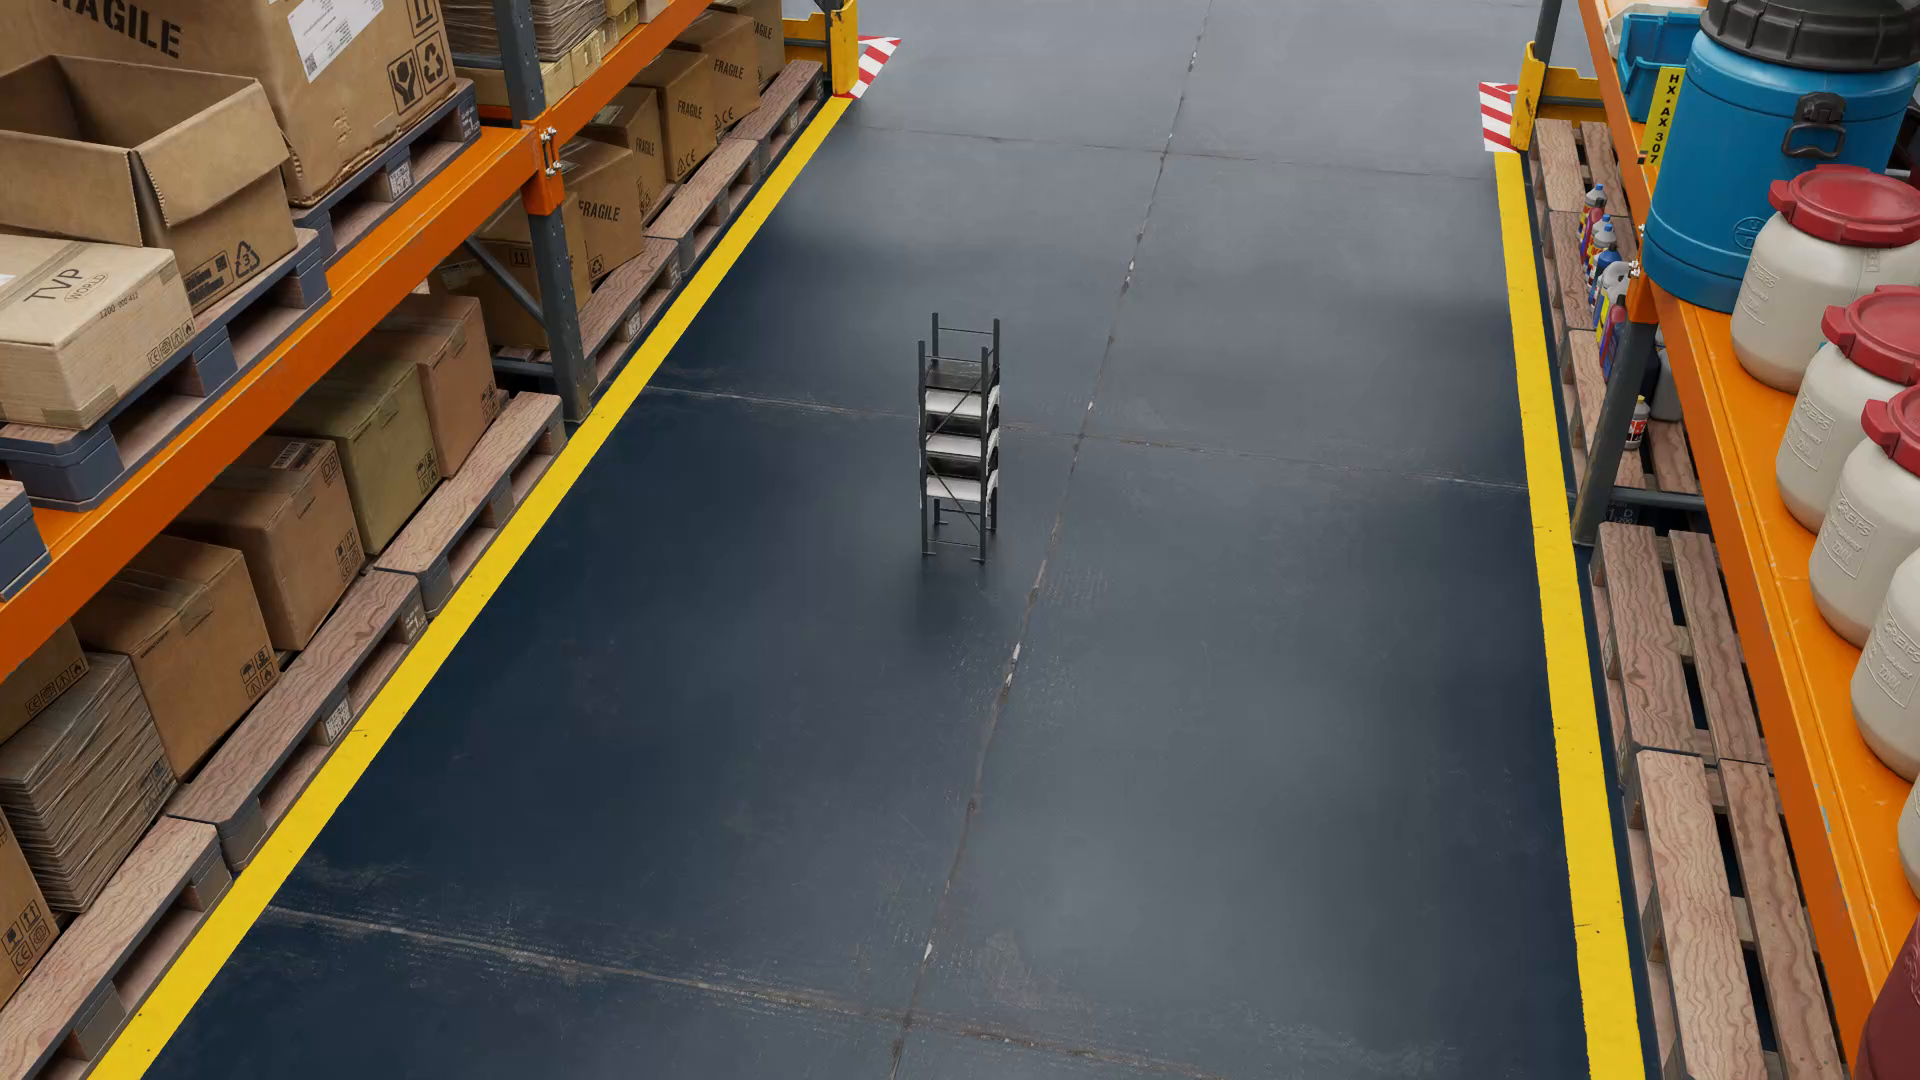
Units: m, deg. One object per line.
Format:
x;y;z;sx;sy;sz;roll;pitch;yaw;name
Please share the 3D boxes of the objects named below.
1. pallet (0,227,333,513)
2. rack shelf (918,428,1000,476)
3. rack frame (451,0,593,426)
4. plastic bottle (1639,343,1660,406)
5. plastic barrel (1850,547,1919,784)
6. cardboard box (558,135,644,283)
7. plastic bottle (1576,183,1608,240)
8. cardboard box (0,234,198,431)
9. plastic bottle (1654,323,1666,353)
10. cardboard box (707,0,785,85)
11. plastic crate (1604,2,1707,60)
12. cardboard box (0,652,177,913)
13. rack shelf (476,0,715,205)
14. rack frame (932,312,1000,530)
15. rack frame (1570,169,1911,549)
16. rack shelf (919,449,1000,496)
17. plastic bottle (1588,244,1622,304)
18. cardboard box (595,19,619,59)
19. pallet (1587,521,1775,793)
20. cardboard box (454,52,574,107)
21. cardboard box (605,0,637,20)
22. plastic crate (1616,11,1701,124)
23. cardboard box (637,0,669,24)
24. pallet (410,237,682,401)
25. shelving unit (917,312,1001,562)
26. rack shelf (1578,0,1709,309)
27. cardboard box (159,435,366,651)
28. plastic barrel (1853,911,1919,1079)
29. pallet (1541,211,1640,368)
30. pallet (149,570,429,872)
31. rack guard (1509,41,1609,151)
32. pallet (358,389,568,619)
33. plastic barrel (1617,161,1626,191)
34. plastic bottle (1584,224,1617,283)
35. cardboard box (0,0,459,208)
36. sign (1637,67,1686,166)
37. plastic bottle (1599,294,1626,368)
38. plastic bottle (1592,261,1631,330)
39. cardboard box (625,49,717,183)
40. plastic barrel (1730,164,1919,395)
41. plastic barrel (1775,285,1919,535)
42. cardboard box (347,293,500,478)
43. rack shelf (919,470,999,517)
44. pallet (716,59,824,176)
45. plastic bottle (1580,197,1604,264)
-2.519;-0.555;4.623;1.003;0.211;1.213;7;37;10;pallet
-0.002;-0.333;5.999;0.258;0.077;0.200;7;37;10;rack shelf
-2.047;-1.785;6.157;1.000;3.000;0.127;7;37;10;rack frame
2.648;-0.676;6.508;0.144;0.351;0.185;6;36;9;plastic bottle
2.038;0.225;3.288;0.421;0.512;0.421;0;36;0;plastic barrel
-1.808;-1.497;7.532;0.500;0.500;0.500;19;40;24;cardboard box
2.954;-1.531;7.756;0.097;0.271;0.097;0;36;0;plastic bottle
-2.319;-0.534;4.200;0.500;0.250;0.500;6;36;9;cardboard box
2.839;-0.751;6.676;0.152;0.276;0.135;7;37;10;plastic bottle
-1.342;-2.881;9.441;0.500;0.500;0.500;14;38;19;cardboard box
2.891;-2.021;6.706;0.530;0.136;0.437;7;37;10;plastic crate
-2.672;0.635;4.572;0.700;0.500;0.500;4;36;6;cardboard box
-1.620;-2.641;7.951;1.077;0.370;4.000;7;37;10;rack shelf
0.020;-0.418;6.060;0.240;0.900;0.006;7;37;10;rack frame
2.792;-1.165;5.301;1.000;3.000;0.127;7;37;10;rack frame
-0.002;-0.260;6.052;0.258;0.077;0.200;7;37;10;rack shelf
2.816;-1.161;7.246;0.097;0.271;0.097;0;36;0;plastic bottle
-1.615;-2.058;6.747;0.380;0.149;0.250;7;37;10;cardboard box
2.662;0.420;5.491;1.003;0.211;1.213;7;37;10;pallet
-1.707;-1.769;6.349;0.380;0.149;0.250;7;37;10;cardboard box
-1.749;-2.479;6.776;0.875;0.500;0.500;7;37;10;cardboard box
2.763;-1.773;6.267;0.499;0.251;0.616;7;37;10;plastic crate
-1.477;-2.340;7.137;0.380;0.149;0.250;7;37;10;cardboard box
-1.938;-1.046;7.513;1.003;0.211;1.213;7;37;10;pallet
-0.002;-0.360;5.980;0.258;0.900;0.210;7;37;10;shelving unit
3.219;-2.020;7.094;1.077;0.370;4.000;7;37;10;rack shelf
-2.439;-0.010;5.463;0.700;0.500;0.500;4;36;6;cardboard box
1.740;0.769;2.516;0.600;0.536;0.708;7;37;10;plastic barrel
3.234;-1.117;7.611;1.003;0.211;1.213;7;37;10;pallet
-2.470;0.492;5.392;1.003;0.211;1.213;7;37;10;pallet
3.676;-2.396;9.130;1.175;0.500;0.348;7;37;10;rack guard
-2.212;-0.210;6.360;1.003;0.211;1.213;7;37;10;pallet
3.473;-1.946;8.141;0.421;0.512;0.421;0;36;0;plastic barrel
2.860;-1.277;7.406;0.097;0.271;0.097;0;36;0;plastic bottle
-2.353;-1.760;5.254;1.000;1.000;1.000;8;37;10;cardboard box
2.257;-1.352;5.324;0.100;0.325;0.005;7;37;10;sign
2.683;-0.857;6.816;0.061;0.283;0.133;10;37;13;plastic bottle
2.796;-1.033;7.065;0.152;0.276;0.135;8;37;11;plastic bottle
-1.589;-2.177;8.470;0.500;0.500;0.500;11;37;14;cardboard box
2.373;-0.699;4.542;0.433;0.535;0.433;0;36;0;plastic barrel
2.216;-0.278;3.962;0.433;0.535;0.433;0;36;0;plastic barrel
-2.199;-0.602;6.280;0.700;0.500;0.500;5;36;6;cardboard box
-0.002;-0.187;6.105;0.258;0.077;0.200;7;37;10;rack shelf
-1.417;-2.445;9.443;1.003;0.211;1.213;7;37;10;pallet
2.888;-1.408;7.577;0.061;0.283;0.133;8;37;11;plastic bottle
